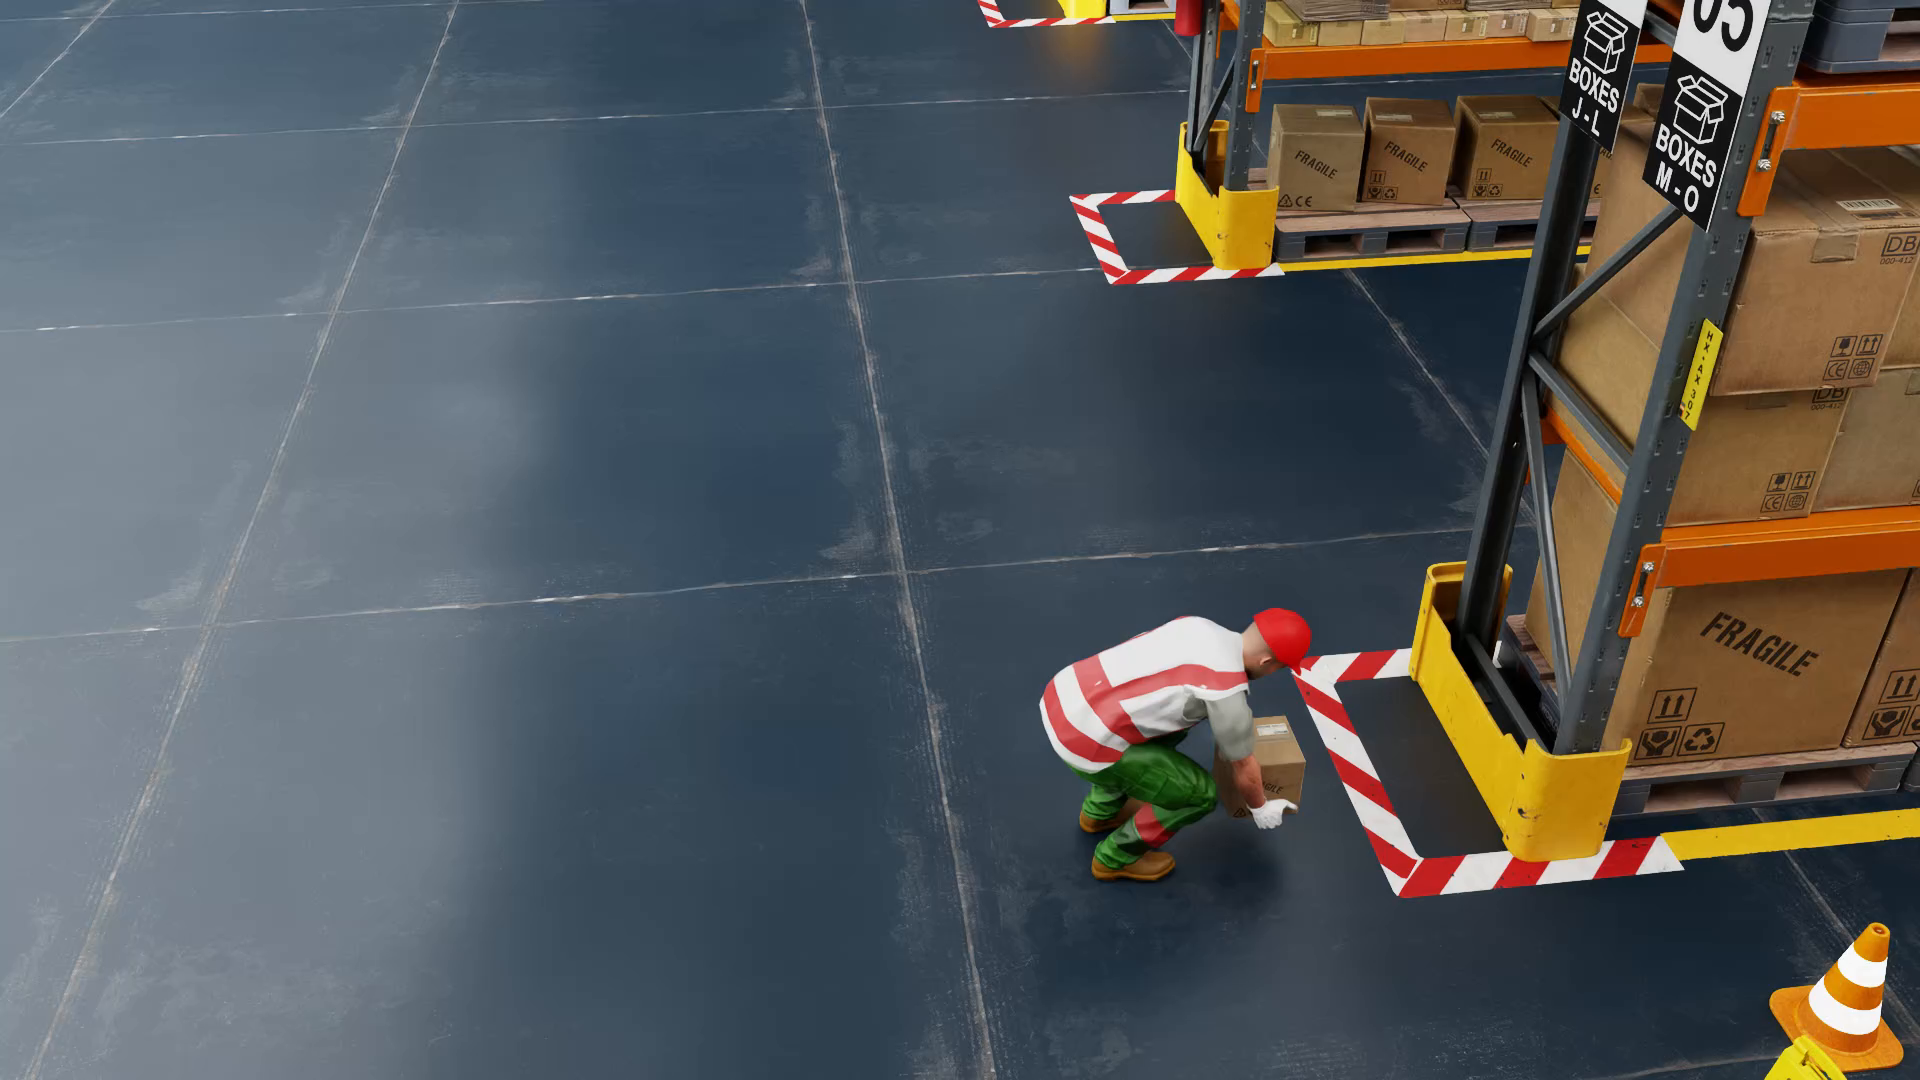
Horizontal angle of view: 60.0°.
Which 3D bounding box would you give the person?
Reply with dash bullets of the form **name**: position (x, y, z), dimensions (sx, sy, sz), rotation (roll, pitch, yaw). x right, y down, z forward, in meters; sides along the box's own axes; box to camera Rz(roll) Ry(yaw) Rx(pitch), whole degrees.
- **person**: position (0.742, 0.698, 5.819), dimensions (0.929, 0.985, 0.531), rotation (-5, 35, -8)
